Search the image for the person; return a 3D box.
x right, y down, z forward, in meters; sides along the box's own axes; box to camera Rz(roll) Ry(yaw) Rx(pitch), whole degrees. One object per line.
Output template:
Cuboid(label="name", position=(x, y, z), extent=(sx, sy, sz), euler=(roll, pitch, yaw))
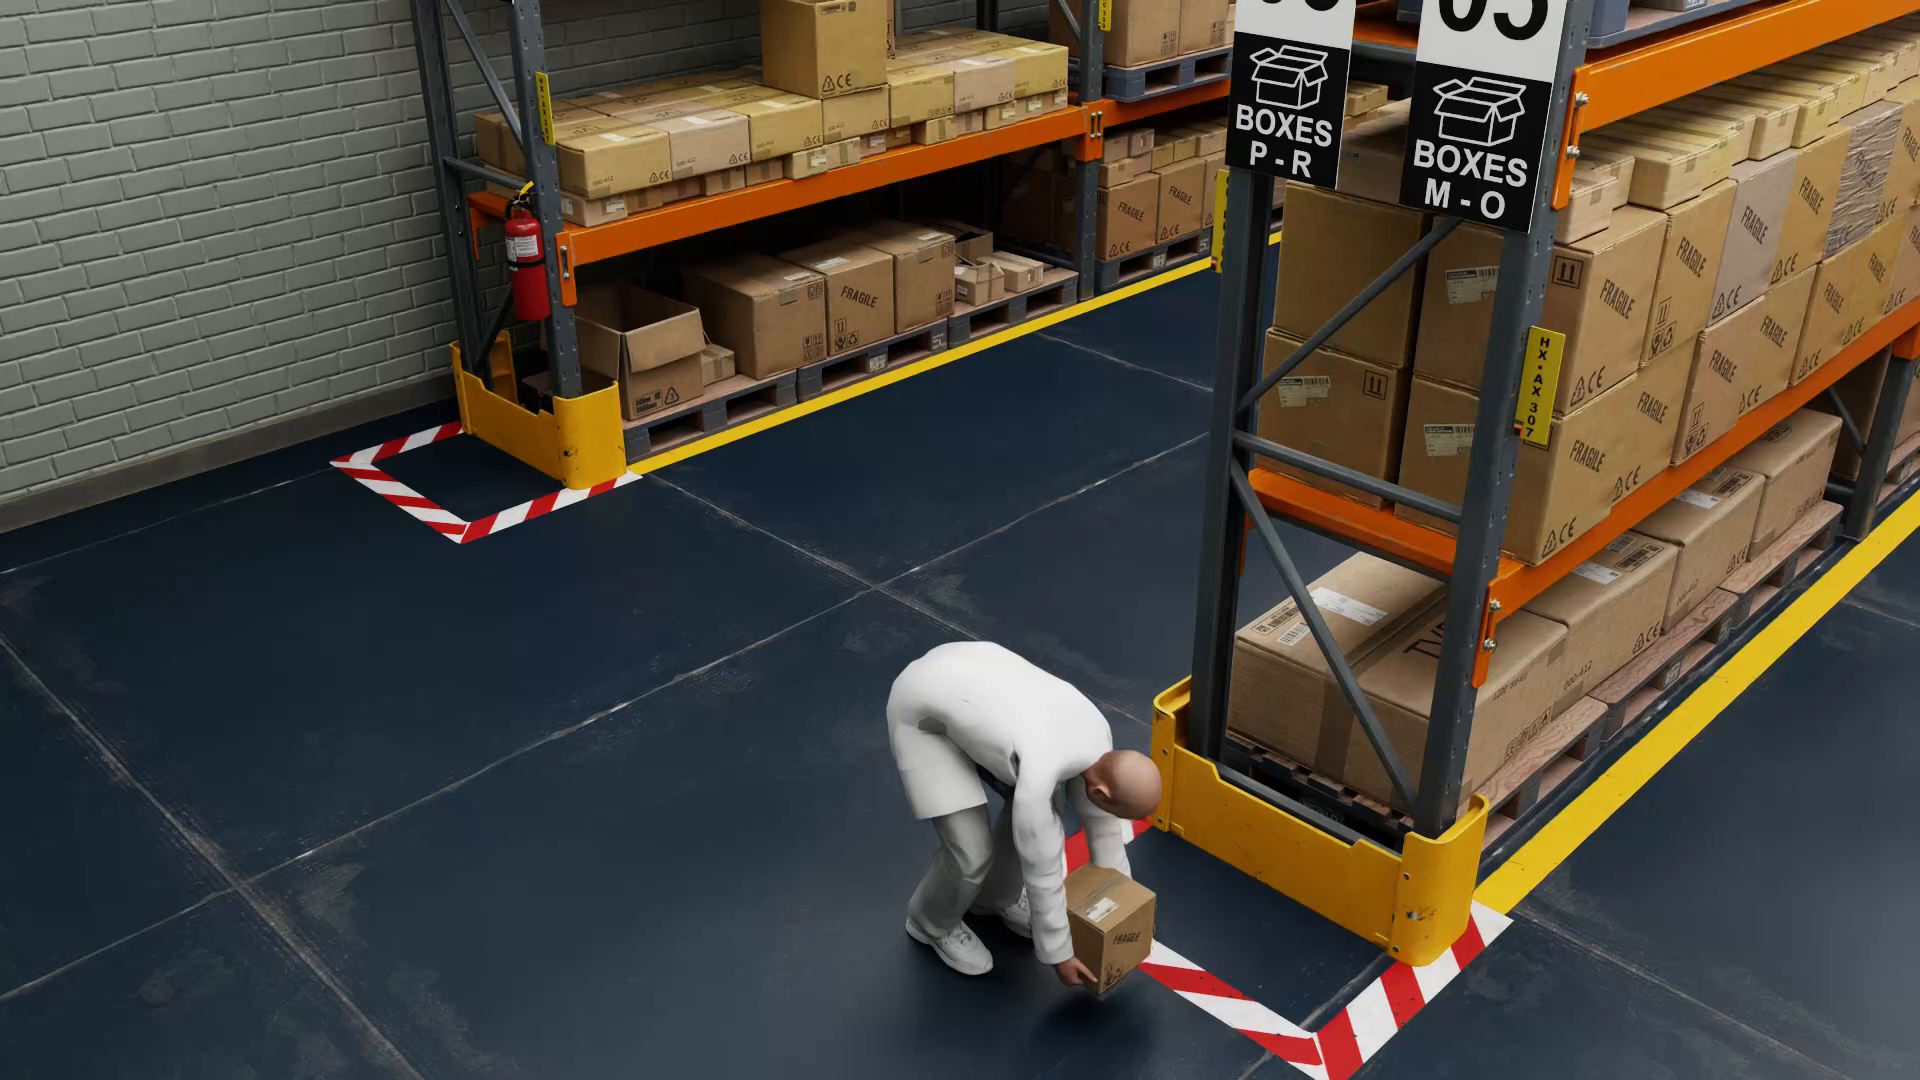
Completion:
Cuboid(label="person", position=(0.195, 0.881, 5.194), extent=(0.948, 1.078, 0.573), euler=(20, 33, 33))
